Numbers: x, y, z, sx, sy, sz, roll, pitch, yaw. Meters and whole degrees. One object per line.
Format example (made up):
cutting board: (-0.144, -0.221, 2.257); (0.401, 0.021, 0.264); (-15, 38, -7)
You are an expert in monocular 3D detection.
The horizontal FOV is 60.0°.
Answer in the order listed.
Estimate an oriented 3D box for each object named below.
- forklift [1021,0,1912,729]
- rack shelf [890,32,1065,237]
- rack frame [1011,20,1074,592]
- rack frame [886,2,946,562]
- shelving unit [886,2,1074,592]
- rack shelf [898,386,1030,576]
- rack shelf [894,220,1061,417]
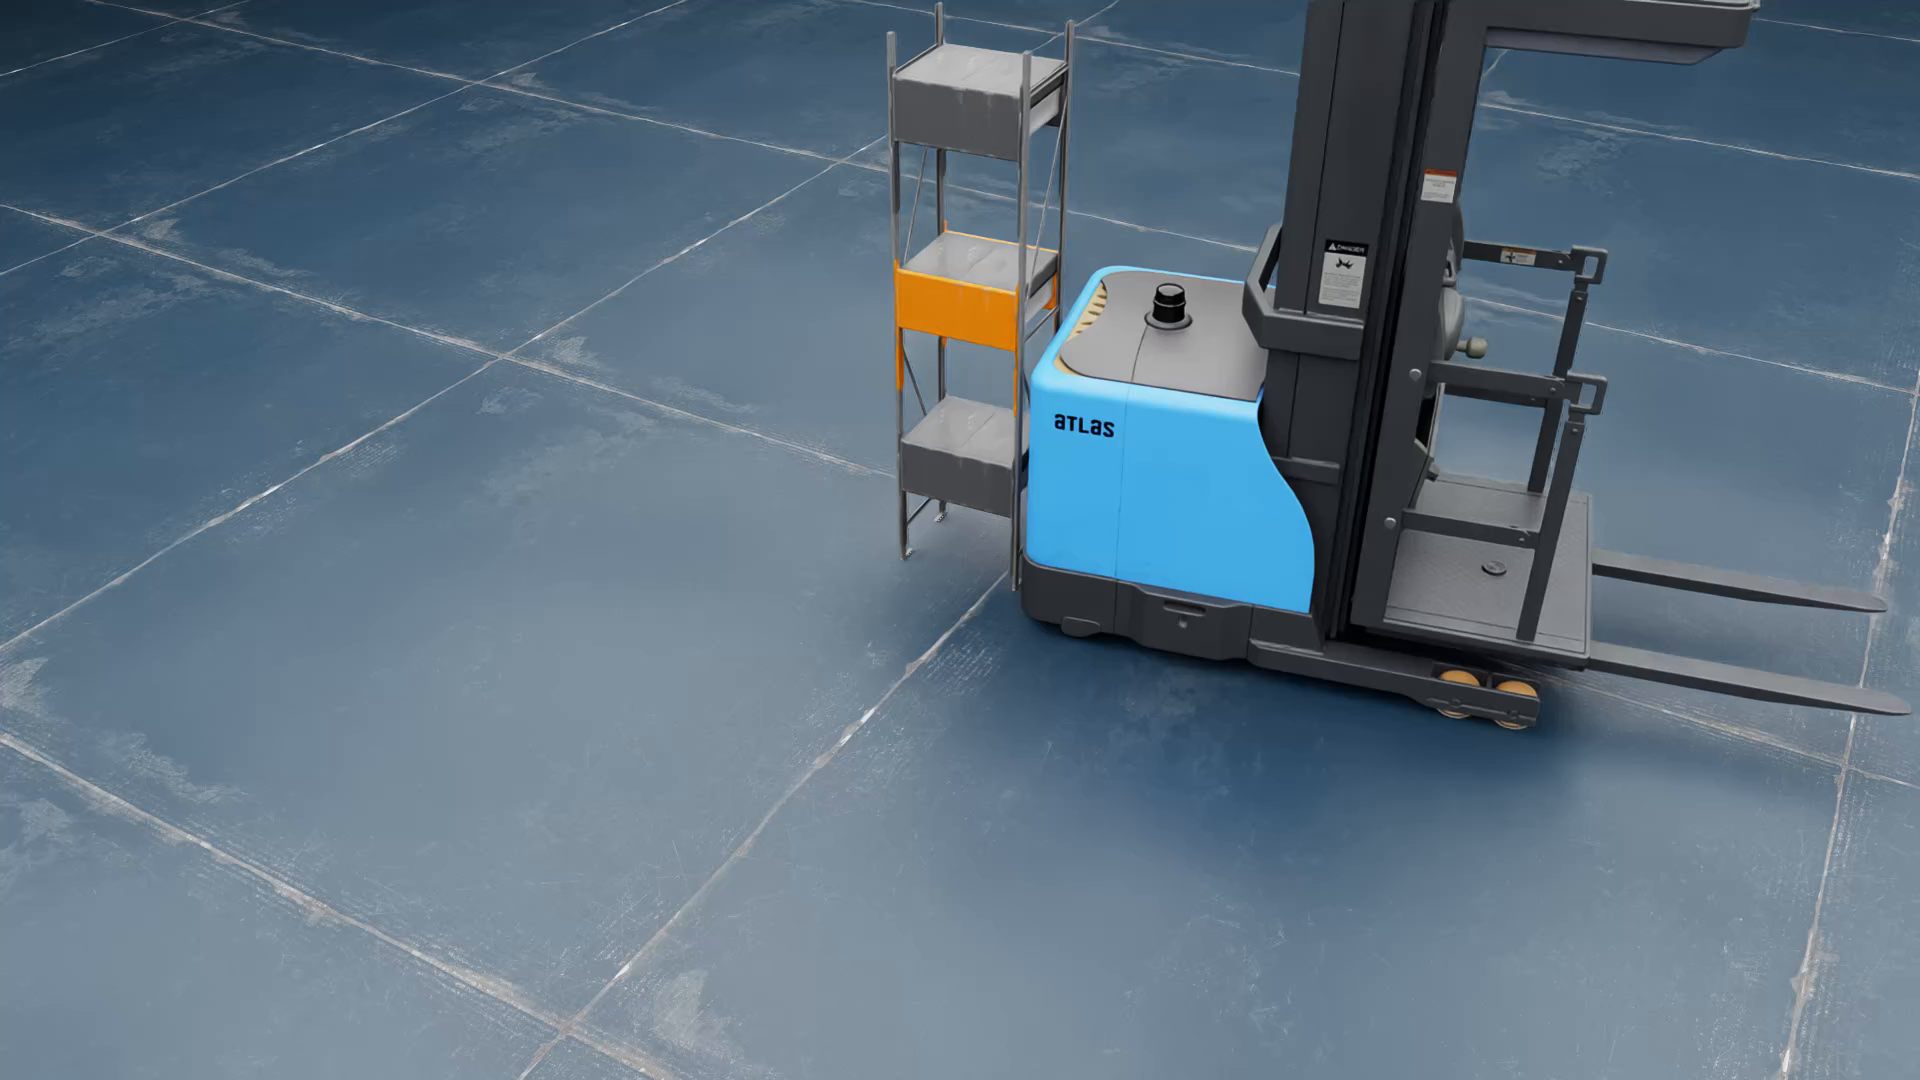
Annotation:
forklift: (1.805, -0.895, 5.450); (3.031, 2.935, 1.130); (10, 35, 15)
rack shelf: (0.071, -1.401, 5.721); (0.480, 0.518, 0.431); (15, 36, 21)
rack frame: (0.291, -0.772, 6.015); (0.015, 2.100, 0.400); (15, 36, 21)
rack frame: (-0.150, -0.887, 6.188); (0.015, 2.100, 0.400); (15, 36, 21)
shelving unit: (0.071, -0.830, 6.102); (0.503, 2.100, 0.431); (15, 36, 21)
rack shelf: (0.071, -0.236, 6.497); (0.480, 0.518, 0.431); (15, 36, 21)
rack shelf: (0.071, -0.818, 6.109); (0.480, 0.518, 0.431); (15, 36, 21)
